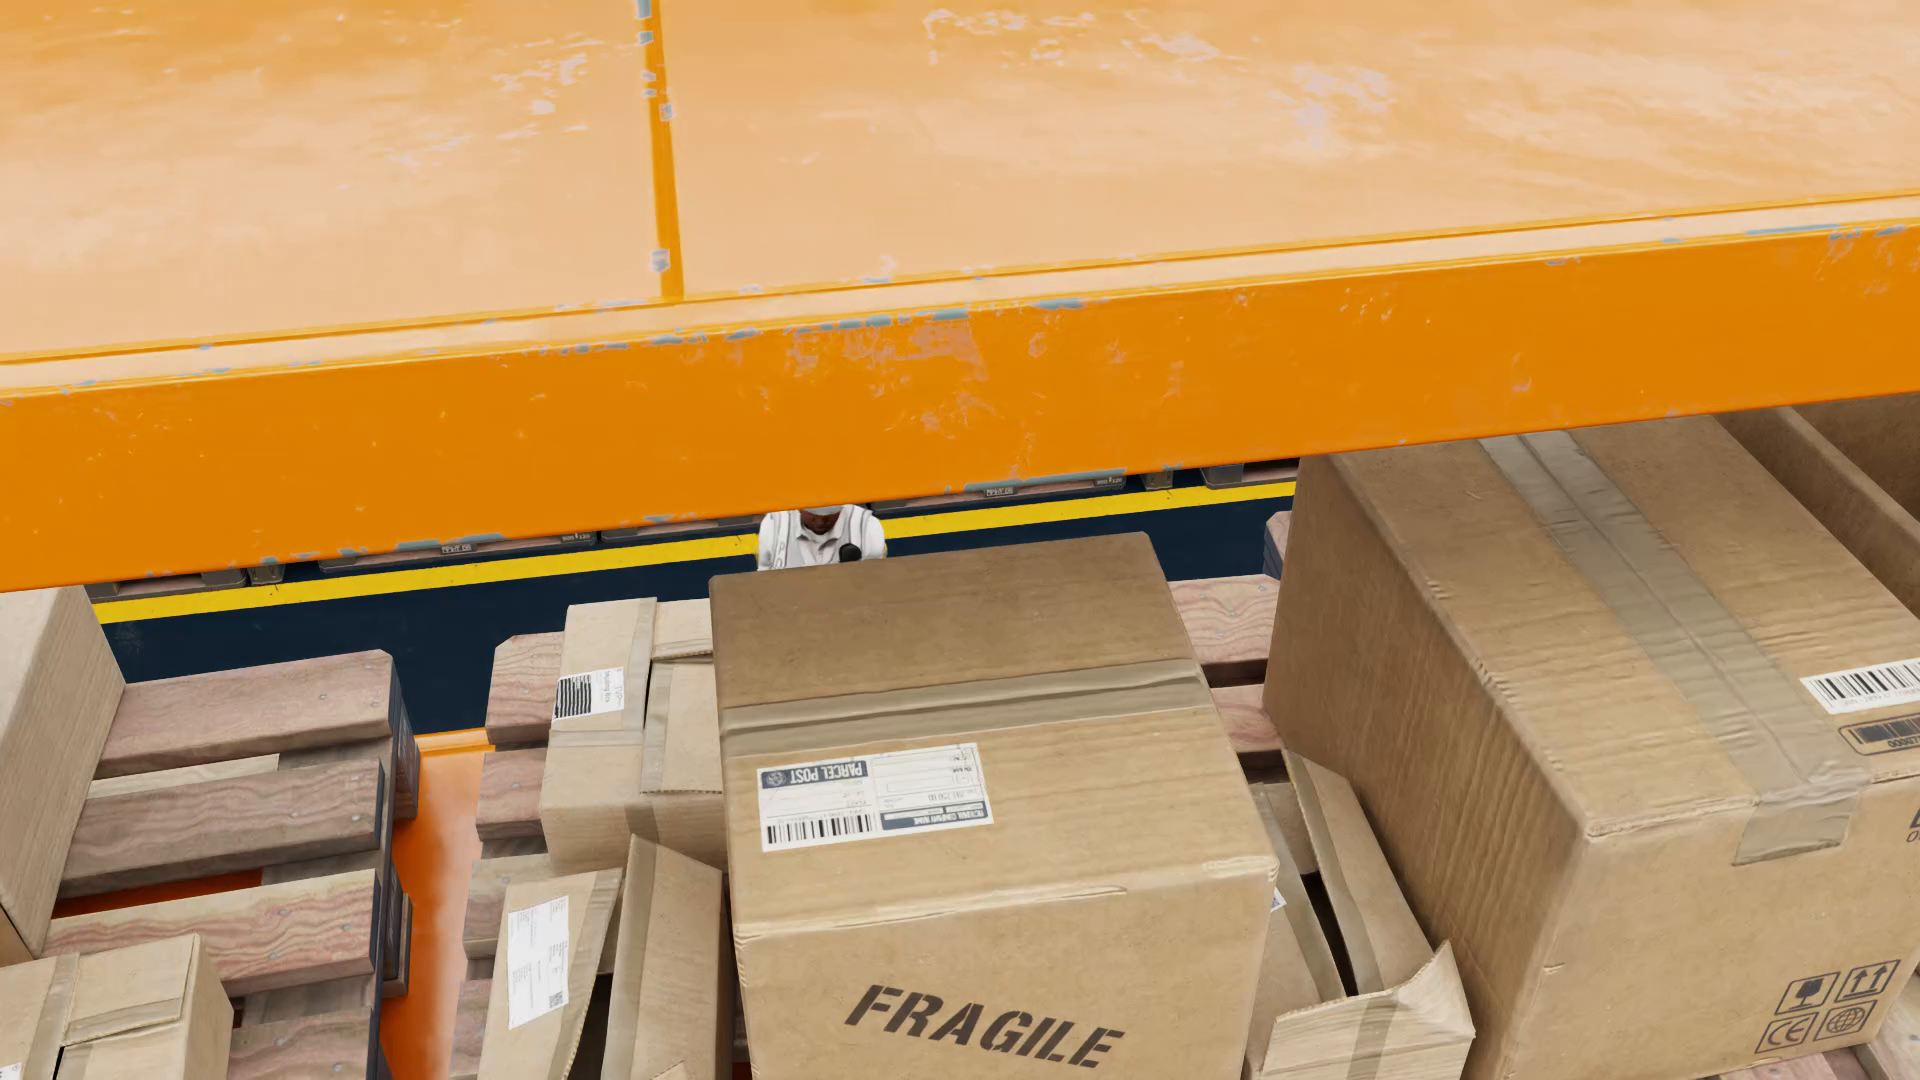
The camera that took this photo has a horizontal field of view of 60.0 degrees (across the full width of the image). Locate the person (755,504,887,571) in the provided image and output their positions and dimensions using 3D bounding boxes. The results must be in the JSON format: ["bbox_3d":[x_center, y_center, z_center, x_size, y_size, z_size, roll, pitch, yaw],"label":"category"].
[{"bbox_3d":[-0.498,0.413,5.661,0.545,1.722,0.371,1,39,1],"label":"person"}]
